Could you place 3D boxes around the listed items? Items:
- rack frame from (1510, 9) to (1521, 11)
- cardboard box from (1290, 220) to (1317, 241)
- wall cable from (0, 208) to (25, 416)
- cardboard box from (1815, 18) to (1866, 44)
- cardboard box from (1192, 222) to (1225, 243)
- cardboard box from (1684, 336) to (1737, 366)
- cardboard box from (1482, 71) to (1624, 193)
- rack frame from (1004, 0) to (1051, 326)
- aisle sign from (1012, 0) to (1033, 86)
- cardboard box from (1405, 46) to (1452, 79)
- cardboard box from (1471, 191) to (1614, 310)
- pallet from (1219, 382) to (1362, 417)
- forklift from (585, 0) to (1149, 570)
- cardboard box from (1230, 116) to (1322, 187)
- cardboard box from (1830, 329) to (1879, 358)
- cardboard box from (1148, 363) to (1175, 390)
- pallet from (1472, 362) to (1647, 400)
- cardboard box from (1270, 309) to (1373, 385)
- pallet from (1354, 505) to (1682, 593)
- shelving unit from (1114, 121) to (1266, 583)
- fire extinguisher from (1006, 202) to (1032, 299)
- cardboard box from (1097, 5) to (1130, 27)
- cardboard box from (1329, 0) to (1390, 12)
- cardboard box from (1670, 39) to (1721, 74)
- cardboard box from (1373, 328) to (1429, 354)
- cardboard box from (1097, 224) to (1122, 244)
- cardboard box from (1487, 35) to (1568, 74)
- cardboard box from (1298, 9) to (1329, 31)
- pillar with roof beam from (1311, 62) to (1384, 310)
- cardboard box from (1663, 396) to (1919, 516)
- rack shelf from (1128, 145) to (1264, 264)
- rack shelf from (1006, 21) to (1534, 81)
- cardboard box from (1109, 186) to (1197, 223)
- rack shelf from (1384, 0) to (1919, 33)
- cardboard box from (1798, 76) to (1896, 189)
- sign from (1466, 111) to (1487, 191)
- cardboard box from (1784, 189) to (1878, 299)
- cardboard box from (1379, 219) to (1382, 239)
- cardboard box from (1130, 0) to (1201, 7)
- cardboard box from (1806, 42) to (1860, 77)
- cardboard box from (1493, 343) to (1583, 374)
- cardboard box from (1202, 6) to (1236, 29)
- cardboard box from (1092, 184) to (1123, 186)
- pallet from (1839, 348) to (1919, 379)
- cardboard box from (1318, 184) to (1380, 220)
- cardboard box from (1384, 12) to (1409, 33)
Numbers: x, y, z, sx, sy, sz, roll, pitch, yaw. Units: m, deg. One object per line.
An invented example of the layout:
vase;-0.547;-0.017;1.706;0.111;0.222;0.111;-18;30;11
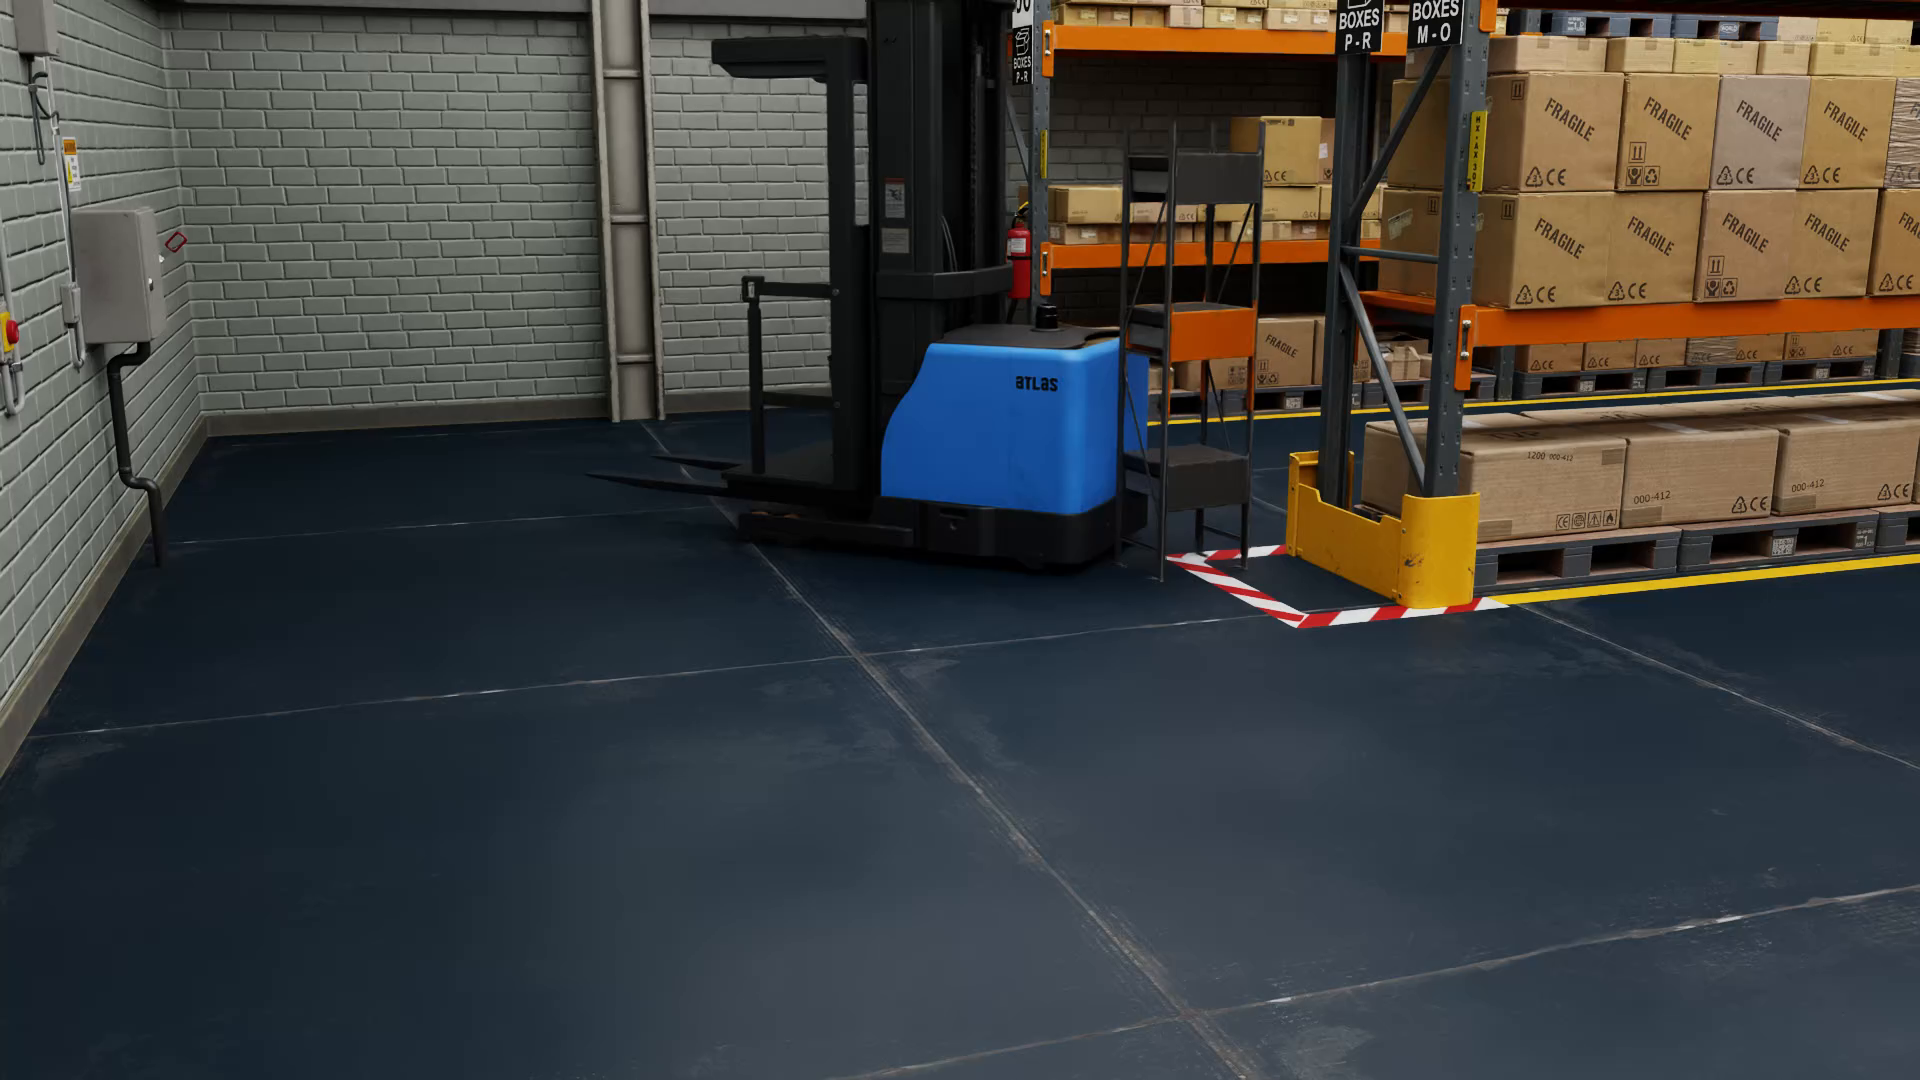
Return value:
rack frame;4.198;-5.593;12.712;0.127;3.000;1.000;-4;14;-18
cardboard box;2.508;-2.364;12.641;0.250;0.149;0.380;-4;14;-18
wall cable;-3.343;-1.380;5.697;0.123;1.953;0.585;-4;14;-18
cardboard box;7.104;-4.228;13.778;0.500;0.250;0.500;-4;14;-18
cardboard box;1.780;-2.304;12.388;0.250;0.149;0.380;-4;14;-17
cardboard box;6.198;-1.764;14.070;0.500;0.500;0.500;-5;14;-20
cardboard box;2.540;-1.799;7.348;0.500;0.500;0.500;-5;14;-19
rack frame;0.407;-2.380;12.165;0.127;3.000;1.000;-4;14;-18
aisle sign;0.436;-3.575;11.572;0.004;0.787;0.394;-4;14;-18
cardboard box;2.270;-2.212;7.683;0.250;0.149;0.380;-4;14;-17
cardboard box;2.540;-1.312;7.462;0.500;0.500;0.500;-5;14;-19
pallet;2.389;-1.177;13.134;1.213;0.211;1.003;-4;14;-18
forklift;-0.577;-1.494;8.588;3.031;2.935;1.130;6;15;25
cardboard box;2.345;-2.901;12.419;0.500;0.500;0.500;-4;14;-17
cardboard box;7.657;-1.880;14.559;0.500;0.500;0.500;-4;14;-16
cardboard box;1.432;-1.244;12.645;0.250;0.149;0.380;-5;14;-20
pallet;4.957;-1.387;14.016;1.213;0.211;1.003;-4;14;-18
cardboard box;2.824;-1.523;13.060;0.500;0.500;0.700;-5;14;-20
pallet;2.727;-0.011;8.232;1.213;0.211;1.003;-4;14;-18
shelving unit;1.070;-0.886;7.830;0.503;2.100;0.431;-7;15;-27
fire extinguisher;0.415;-2.048;11.745;0.183;0.674;0.296;-4;14;-18
cardboard box;1.024;-3.714;11.837;0.250;0.149;0.380;-4;14;-17
cardboard box;2.842;-4.039;12.342;0.500;0.250;0.500;-4;14;-17
cardboard box;3.171;-2.160;7.462;0.250;0.149;0.380;-5;14;-20
cardboard box;3.497;-1.574;13.682;0.500;0.311;0.500;-4;14;-16
cardboard box;1.033;-2.250;12.165;0.250;0.149;0.380;-4;14;-17
cardboard box;2.419;-2.107;7.242;0.250;0.149;0.380;-4;14;-17
cardboard box;2.502;-3.801;12.199;0.250;0.149;0.380;-4;14;-17
pillar with roof beam;4.624;-4.796;9.358;0.400;9.000;9.100;-4;14;-18
cardboard box;4.307;-0.455;8.704;0.875;0.438;0.875;-5;14;-20
rack shelf;1.070;-1.554;7.671;0.480;0.518;0.431;-7;15;-27
rack shelf;2.303;-3.637;12.522;4.000;0.370;1.077;-4;14;-18
cardboard box;1.401;-2.463;12.197;0.500;0.250;0.500;-4;14;-17
rack shelf;3.889;-2.548;7.946;4.000;0.370;1.077;-4;14;-18
cardboard box;3.985;-1.916;7.838;0.500;0.500;0.500;-4;14;-18
sign;2.165;-1.629;6.966;0.005;0.325;0.100;-4;14;-18
cardboard box;3.968;-1.430;7.957;0.500;0.500;0.500;-4;14;-16
cardboard box;3.241;-2.412;12.843;0.250;0.149;0.380;-4;14;-17
cardboard box;1.390;-3.926;11.863;0.500;0.250;0.500;-4;14;-17
cardboard box;3.902;-2.213;7.684;0.250;0.149;0.380;-5;14;-19
cardboard box;4.729;-1.649;13.589;0.500;0.500;0.500;-4;14;-16
cardboard box;1.787;-3.746;11.971;0.250;0.149;0.380;-4;14;-18
cardboard box;1.248;-2.581;12.694;0.500;0.250;0.500;-4;14;-18
pallet;8.782;-1.666;15.189;1.213;0.211;1.003;-4;14;-18
cardboard box;2.846;-2.581;12.694;0.500;0.250;0.500;-5;14;-18
cardboard box;3.227;-3.868;12.484;0.250;0.149;0.380;-5;14;-18
